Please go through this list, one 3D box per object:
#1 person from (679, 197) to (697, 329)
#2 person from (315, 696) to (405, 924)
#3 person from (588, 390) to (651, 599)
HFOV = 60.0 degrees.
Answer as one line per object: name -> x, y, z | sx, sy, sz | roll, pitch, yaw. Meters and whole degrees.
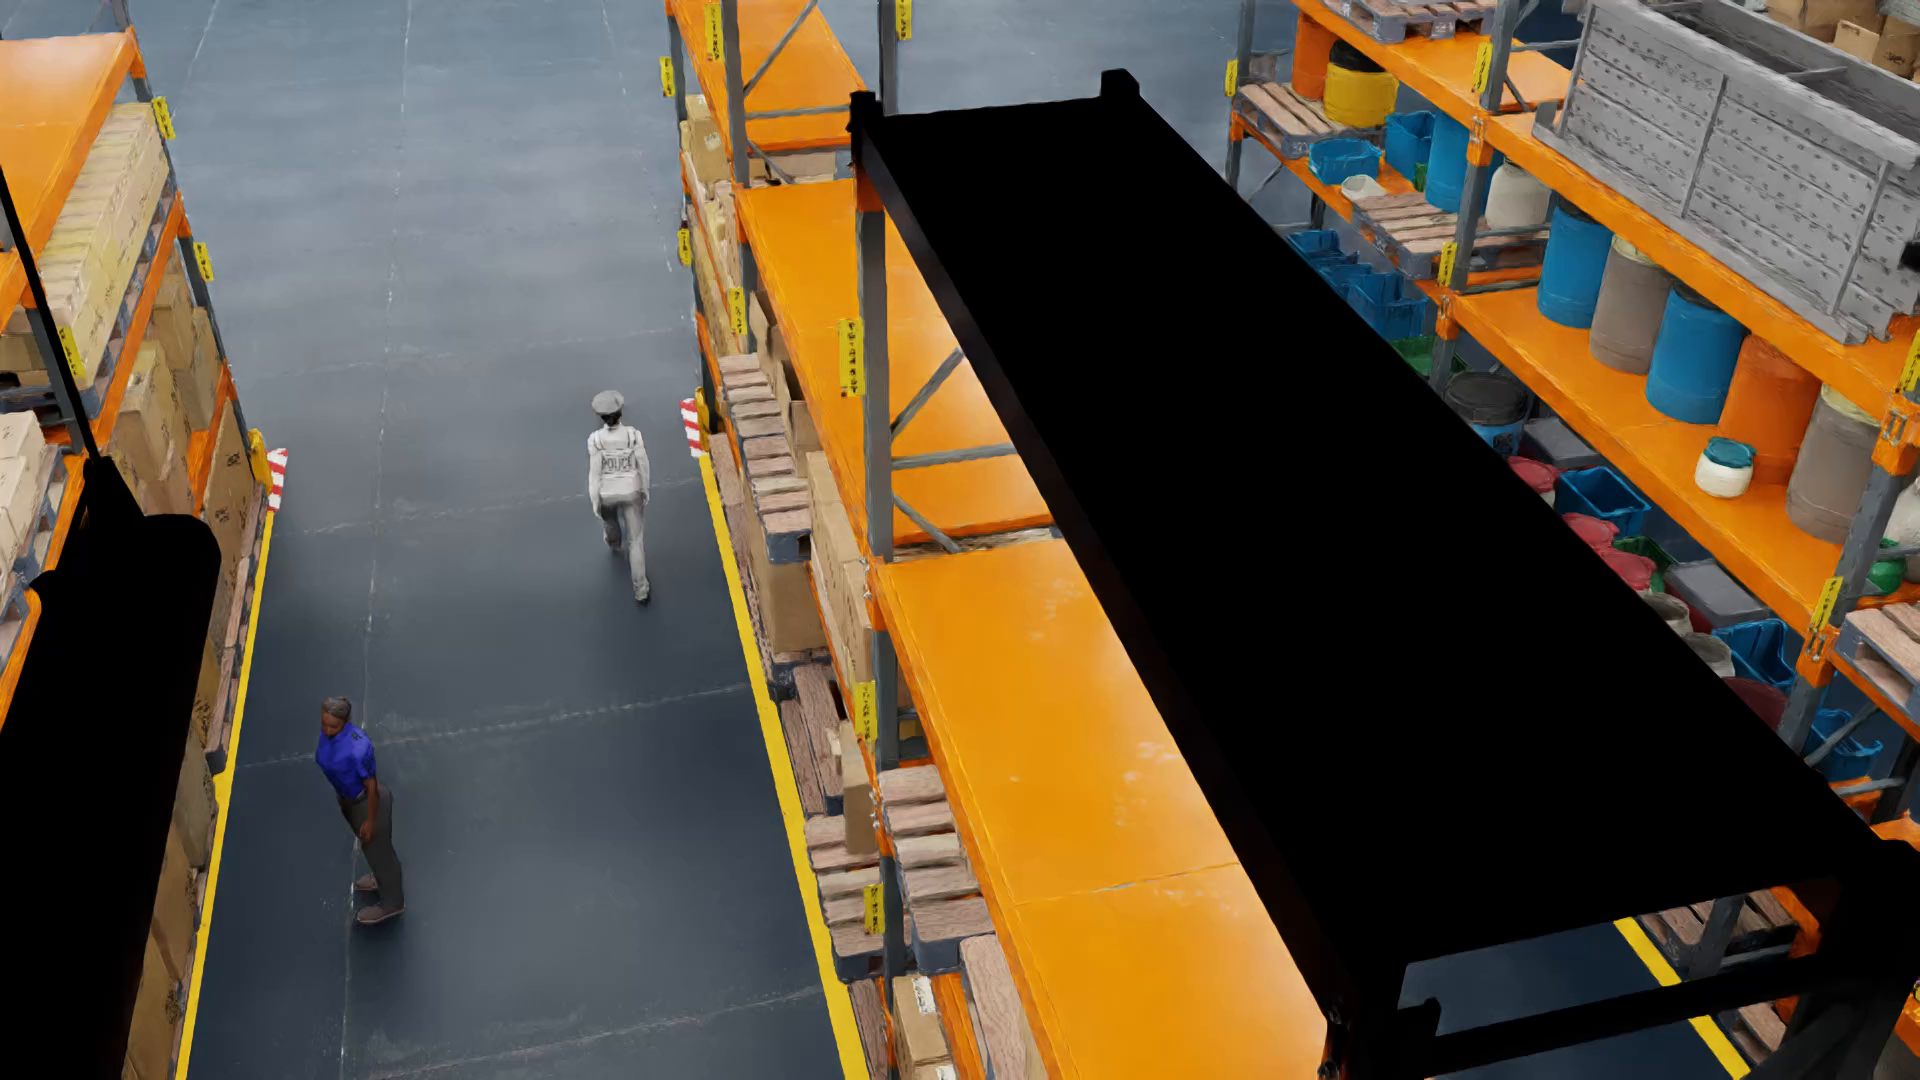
person -> -2.534, -2.923, 16.787 | 0.660, 1.752, 0.488 | 28, 43, 34
person -> -3.715, 1.630, 10.228 | 0.502, 1.663, 0.421 | 29, 44, 35
person -> -2.707, -0.435, 13.283 | 0.496, 1.583, 1.072 | -7, 35, -10
